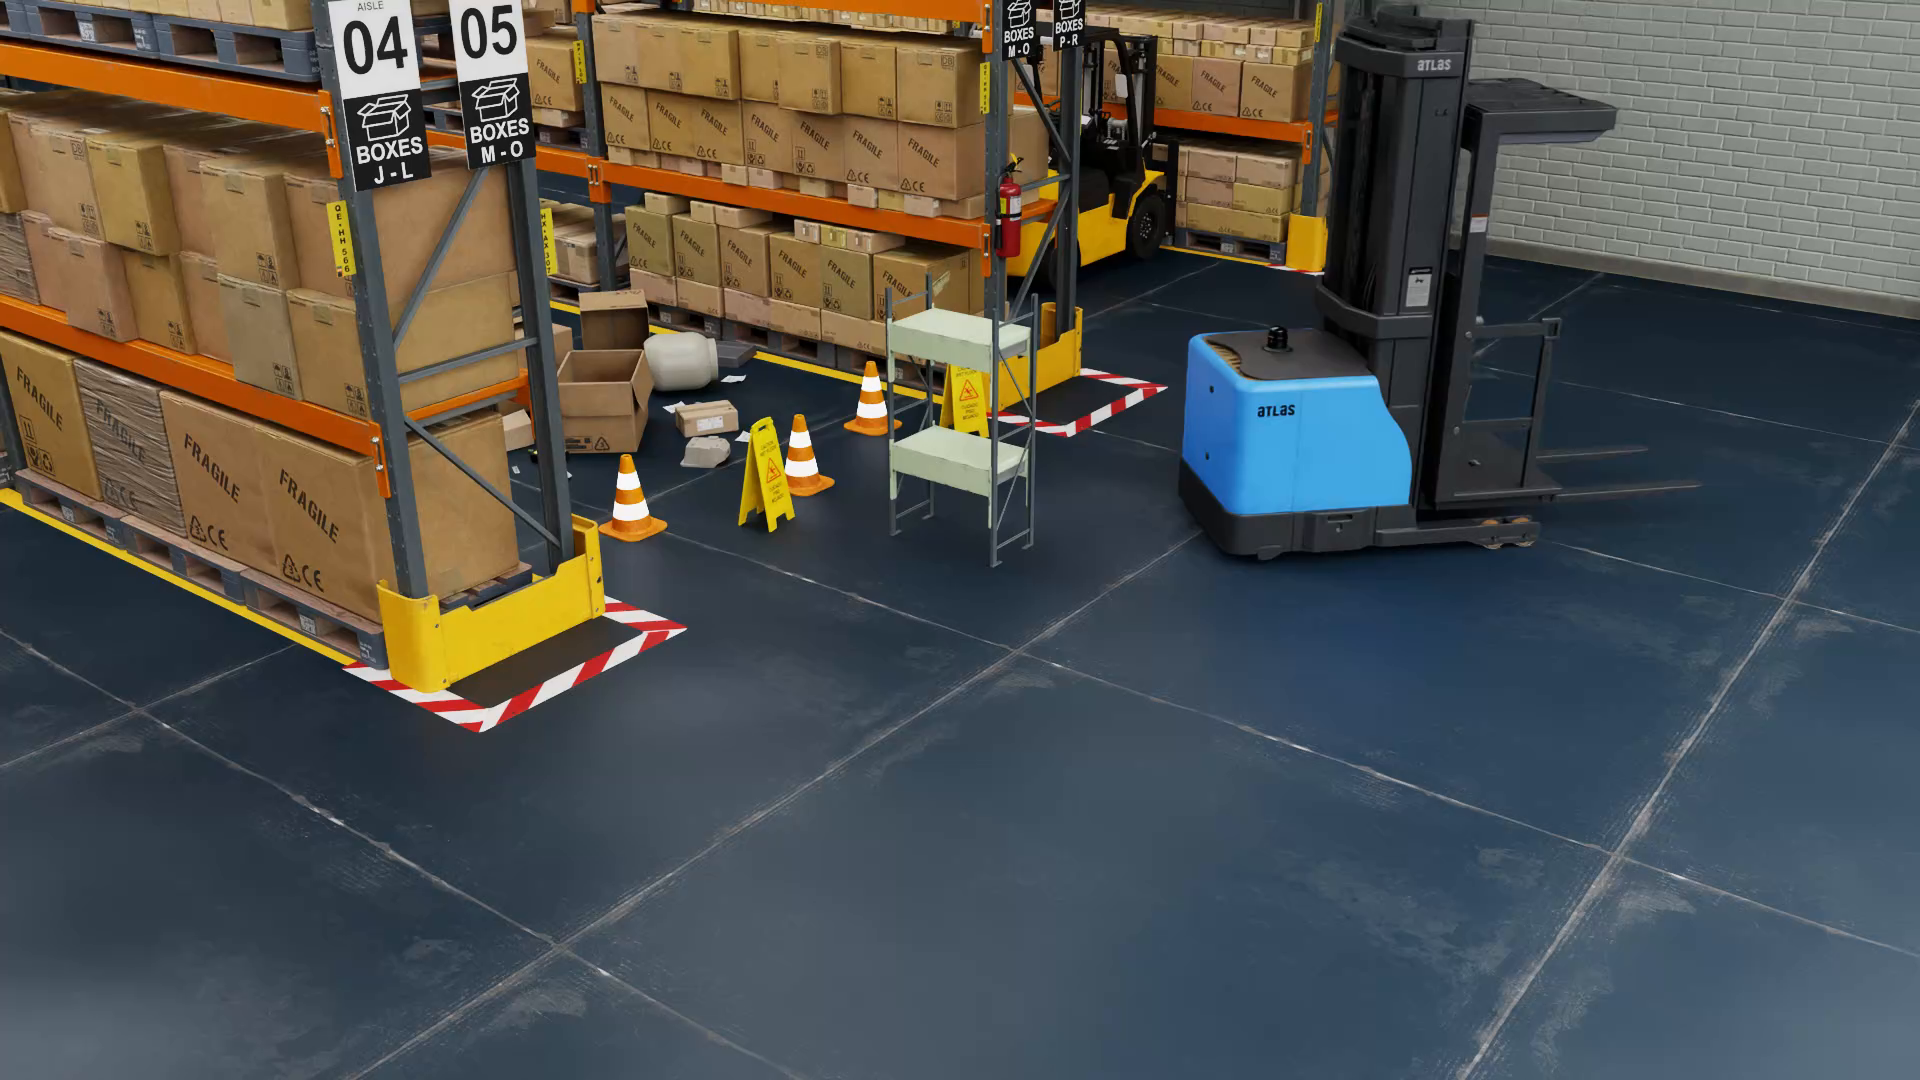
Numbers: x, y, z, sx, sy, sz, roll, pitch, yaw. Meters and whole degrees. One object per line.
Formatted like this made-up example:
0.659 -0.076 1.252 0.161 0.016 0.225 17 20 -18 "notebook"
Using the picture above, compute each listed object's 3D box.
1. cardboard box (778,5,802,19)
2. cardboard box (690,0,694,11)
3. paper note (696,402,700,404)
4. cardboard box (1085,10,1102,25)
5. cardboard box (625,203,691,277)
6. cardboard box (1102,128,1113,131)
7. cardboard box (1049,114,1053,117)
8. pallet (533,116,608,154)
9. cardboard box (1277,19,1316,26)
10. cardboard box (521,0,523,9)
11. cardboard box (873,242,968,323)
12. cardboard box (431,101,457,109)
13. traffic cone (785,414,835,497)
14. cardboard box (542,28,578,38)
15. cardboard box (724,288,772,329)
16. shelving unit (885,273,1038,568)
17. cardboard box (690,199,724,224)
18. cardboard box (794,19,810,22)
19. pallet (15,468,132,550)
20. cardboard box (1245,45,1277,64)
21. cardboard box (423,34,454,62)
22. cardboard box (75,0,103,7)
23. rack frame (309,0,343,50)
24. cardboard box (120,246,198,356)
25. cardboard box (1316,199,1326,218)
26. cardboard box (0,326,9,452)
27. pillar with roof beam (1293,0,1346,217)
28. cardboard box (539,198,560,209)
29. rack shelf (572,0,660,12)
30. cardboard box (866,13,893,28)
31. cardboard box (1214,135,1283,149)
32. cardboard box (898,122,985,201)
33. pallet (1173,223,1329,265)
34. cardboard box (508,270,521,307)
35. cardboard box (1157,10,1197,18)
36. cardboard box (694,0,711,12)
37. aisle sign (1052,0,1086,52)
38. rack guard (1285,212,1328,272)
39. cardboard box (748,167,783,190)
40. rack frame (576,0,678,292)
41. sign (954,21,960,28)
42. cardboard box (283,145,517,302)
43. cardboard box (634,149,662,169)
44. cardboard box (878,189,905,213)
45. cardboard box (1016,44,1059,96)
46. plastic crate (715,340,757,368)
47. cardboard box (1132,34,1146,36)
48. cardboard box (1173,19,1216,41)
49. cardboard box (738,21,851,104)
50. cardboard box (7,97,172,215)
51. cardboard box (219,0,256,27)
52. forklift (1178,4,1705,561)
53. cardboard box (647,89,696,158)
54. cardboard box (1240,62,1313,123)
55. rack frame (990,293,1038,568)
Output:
-1.797 -5.875 18.435 0.250 0.149 0.380 18 29 34 "cardboard box"
-3.232 -6.426 19.969 0.500 0.500 0.500 18 30 36 "cardboard box"
-1.855 -0.977 11.955 0.123 0.001 0.032 17 29 33 "paper note"
1.205 -5.109 16.329 0.250 0.149 0.380 16 29 32 "cardboard box"
-2.377 -2.491 13.642 0.500 0.500 0.500 18 30 36 "cardboard box"
1.293 -3.976 16.702 0.500 0.250 0.500 18 29 35 "cardboard box"
0.796 -4.381 17.621 0.500 0.250 0.500 17 29 34 "cardboard box"
-3.212 -3.587 14.410 1.213 0.211 1.003 17 29 33 "pallet"
3.171 -4.792 15.608 0.250 0.149 0.380 18 29 35 "cardboard box"
-5.448 -6.904 21.054 0.500 0.500 0.700 17 29 34 "cardboard box"
-0.284 -1.863 12.217 0.500 0.500 0.500 17 29 34 "cardboard box"
-4.476 -3.943 14.769 0.250 0.149 0.380 18 29 35 "cardboard box"
-0.998 -0.563 10.453 0.334 0.463 0.336 17 29 33 "traffic cone"
-3.292 -4.144 14.422 0.500 0.500 0.500 17 29 33 "cardboard box"
-1.517 -1.895 13.219 0.500 0.250 0.500 16 29 33 "cardboard box"
0.005 -0.685 9.444 0.755 1.500 0.431 17 29 33 "shelving unit"
-1.901 -2.614 13.118 0.250 0.149 0.380 18 30 35 "cardboard box"
-1.474 -5.618 18.346 0.500 0.250 0.500 17 29 34 "cardboard box"
-5.014 -0.337 10.252 1.213 0.211 1.003 17 29 33 "pallet"
2.819 -4.467 15.239 0.250 0.149 0.380 17 29 34 "cardboard box"
-4.421 -4.228 14.612 0.500 0.500 0.500 16 28 31 "cardboard box"
-4.064 -2.690 8.082 0.250 0.149 0.380 17 29 34 "cardboard box"
-2.375 -3.600 6.760 0.127 3.000 1.000 17 29 33 "rack frame"
-3.974 -1.415 9.056 0.500 0.550 0.875 17 29 33 "cardboard box"
3.211 -3.194 16.169 0.500 0.250 0.500 17 29 34 "cardboard box"
-6.126 -1.106 10.809 0.750 0.750 1.050 17 29 33 "cardboard box"
0.889 -5.894 11.967 0.400 9.000 9.100 17 29 33 "pillar with roof beam"
-4.243 -2.899 15.349 0.625 0.372 0.950 18 29 35 "cardboard box"
-4.288 -4.971 14.483 4.000 0.370 1.077 17 29 33 "rack shelf"
-0.792 -5.553 17.704 0.250 0.149 0.380 16 28 32 "cardboard box"
2.814 -3.767 16.229 0.500 0.250 0.500 17 29 33 "cardboard box"
-0.086 -2.700 11.666 0.500 0.500 0.500 16 29 32 "cardboard box"
2.850 -2.974 16.238 1.213 0.211 1.003 17 29 33 "pallet"
-3.731 -2.065 12.876 0.500 0.500 0.500 17 29 33 "cardboard box"
2.126 -5.091 16.286 0.250 0.149 0.380 17 29 34 "cardboard box"
-2.836 -6.184 19.136 0.250 0.149 0.380 18 29 35 "cardboard box"
0.749 -3.751 11.319 0.004 0.787 0.394 17 29 33 "aisle sign"
3.506 -2.929 15.777 0.348 0.500 1.175 17 29 33 "rack guard"
-1.391 -2.785 12.661 0.250 0.149 0.380 17 29 33 "cardboard box"
-2.688 -3.443 13.845 0.127 3.000 1.000 17 29 33 "rack frame"
-0.031 -5.362 16.862 0.005 0.325 0.100 17 29 33 "sign"
-2.648 -1.520 7.954 0.550 0.550 0.875 17 29 33 "cardboard box"
-2.395 -3.104 13.387 0.250 0.149 0.380 18 29 35 "cardboard box"
-0.376 -2.477 11.963 0.250 0.149 0.380 16 29 32 "cardboard box"
0.912 -4.779 16.753 0.500 0.500 0.500 17 29 34 "cardboard box"
-1.923 -1.463 12.972 0.583 0.080 0.402 7 25 15 "plastic crate"
1.855 -4.806 16.010 0.250 0.149 0.380 17 29 33 "cardboard box"
2.203 -4.791 15.607 0.250 0.149 0.380 18 29 35 "cardboard box"
-1.213 -3.549 12.352 0.500 0.500 0.700 17 29 33 "cardboard box"
-4.791 -2.189 9.472 0.550 0.550 0.875 17 29 33 "cardboard box"
-3.045 -2.383 7.384 0.250 0.149 0.380 17 29 34 "cardboard box"
2.906 -1.494 9.507 3.031 2.935 1.130 -4 24 -9 "forklift"
-2.087 -3.315 13.061 0.500 0.500 0.500 17 29 33 "cardboard box"
2.936 -4.159 15.344 0.500 0.500 0.500 16 28 32 "cardboard box"
0.298 -0.596 9.243 0.023 1.500 0.400 17 29 33 "rack frame"
